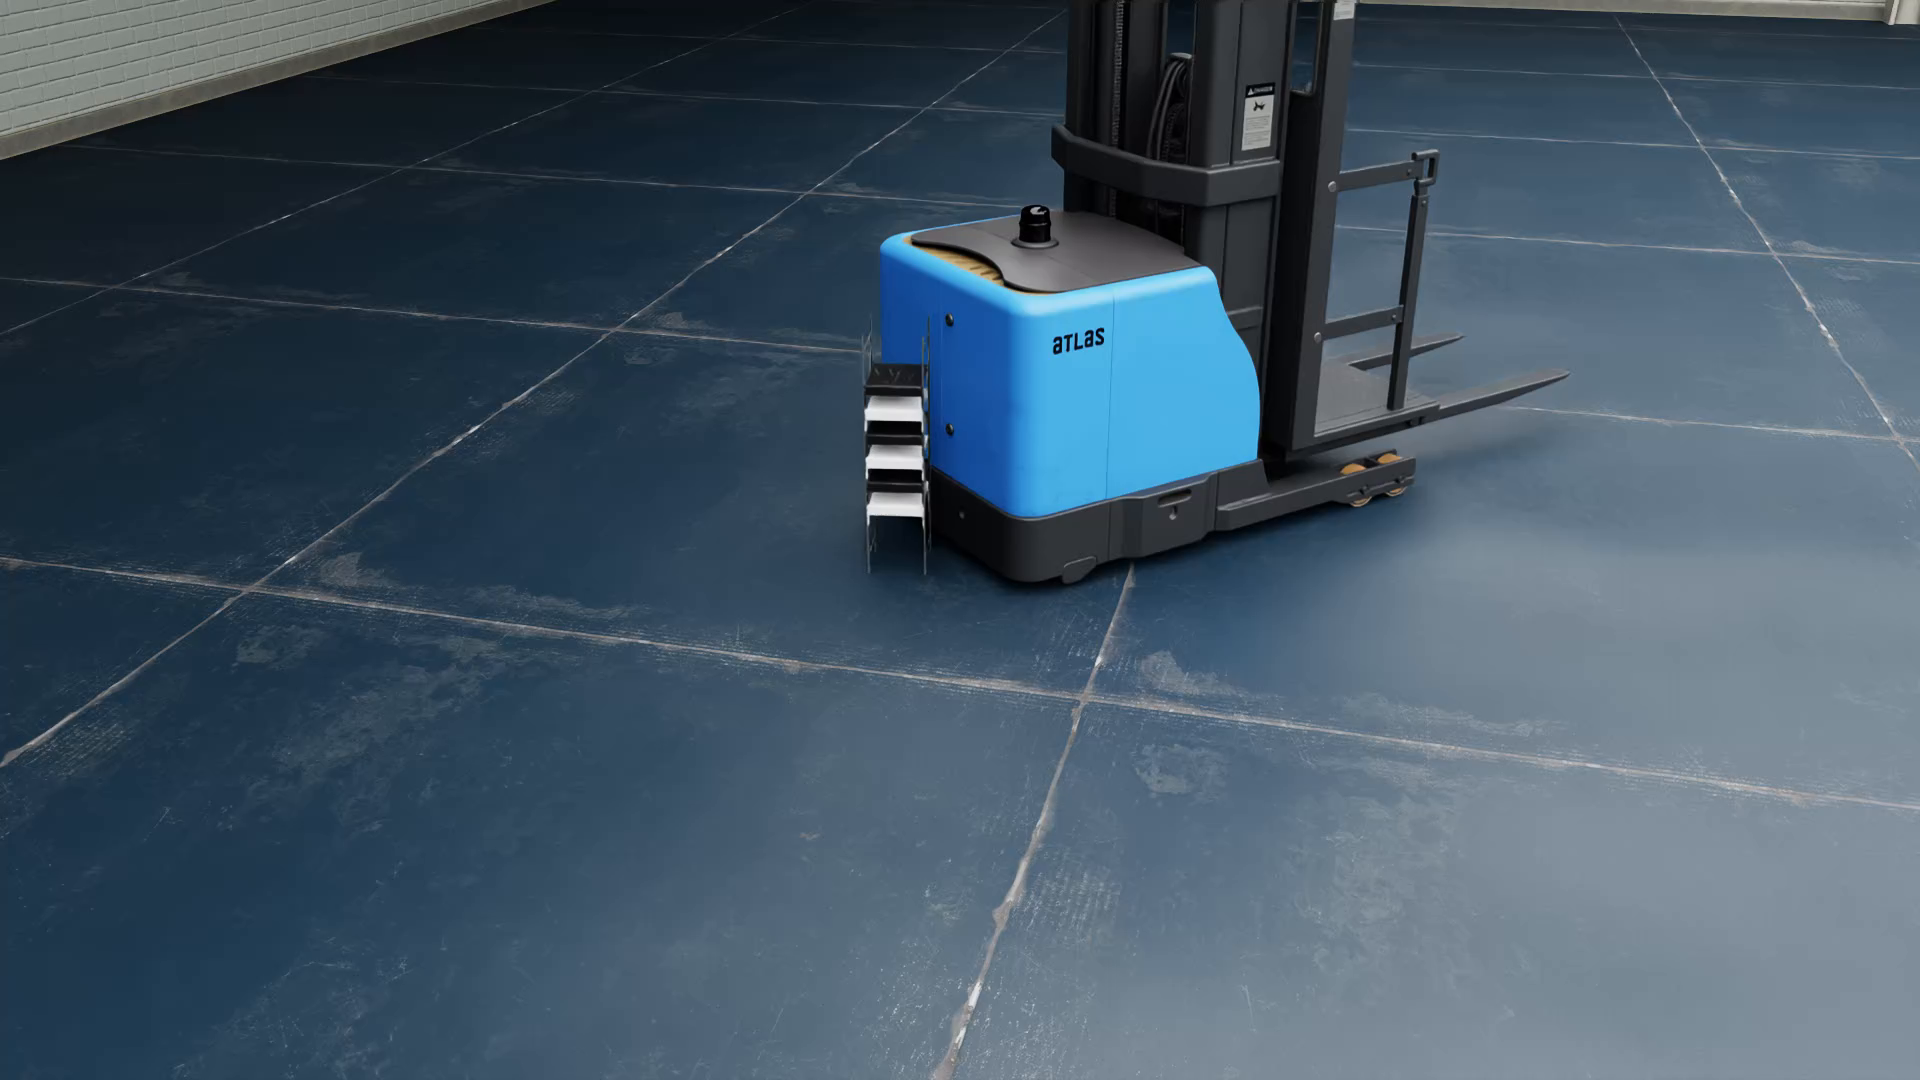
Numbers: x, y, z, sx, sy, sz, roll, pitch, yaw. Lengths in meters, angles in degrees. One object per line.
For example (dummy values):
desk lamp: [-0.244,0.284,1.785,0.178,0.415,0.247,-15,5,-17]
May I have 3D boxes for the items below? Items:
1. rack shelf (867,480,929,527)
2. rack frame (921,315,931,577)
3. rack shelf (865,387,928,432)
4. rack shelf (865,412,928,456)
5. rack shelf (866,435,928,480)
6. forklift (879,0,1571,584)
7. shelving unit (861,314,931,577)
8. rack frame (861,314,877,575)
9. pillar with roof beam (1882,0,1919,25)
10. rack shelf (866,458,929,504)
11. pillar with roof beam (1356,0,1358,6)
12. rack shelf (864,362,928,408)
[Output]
rack shelf: [-0.220,-0.137,5.987,0.200,0.077,0.258,2,26,4]
rack frame: [-0.118,-0.326,5.888,0.006,0.900,0.240,2,26,4]
rack shelf: [-0.220,-0.462,5.832,0.200,0.077,0.258,2,26,4]
rack shelf: [-0.220,-0.381,5.871,0.200,0.077,0.258,2,26,4]
rack shelf: [-0.220,-0.299,5.909,0.200,0.077,0.258,2,26,4]
forklift: [1.211,-1.630,6.264,3.031,2.935,1.130,-15,29,-29]
shelving unit: [-0.220,-0.329,5.895,0.210,0.900,0.258,2,26,4]
rack frame: [-0.321,-0.333,5.902,0.006,0.900,0.240,2,26,4]
pillar with roof beam: [9.159,-7.868,12.307,0.400,9.000,9.100,6,26,13]
rack shelf: [-0.220,-0.218,5.948,0.200,0.077,0.258,2,26,4]
pillar with roof beam: [3.348,-8.510,13.656,0.400,9.000,9.100,6,26,13]
rack shelf: [-0.220,-0.543,5.793,0.200,0.077,0.258,2,26,4]
